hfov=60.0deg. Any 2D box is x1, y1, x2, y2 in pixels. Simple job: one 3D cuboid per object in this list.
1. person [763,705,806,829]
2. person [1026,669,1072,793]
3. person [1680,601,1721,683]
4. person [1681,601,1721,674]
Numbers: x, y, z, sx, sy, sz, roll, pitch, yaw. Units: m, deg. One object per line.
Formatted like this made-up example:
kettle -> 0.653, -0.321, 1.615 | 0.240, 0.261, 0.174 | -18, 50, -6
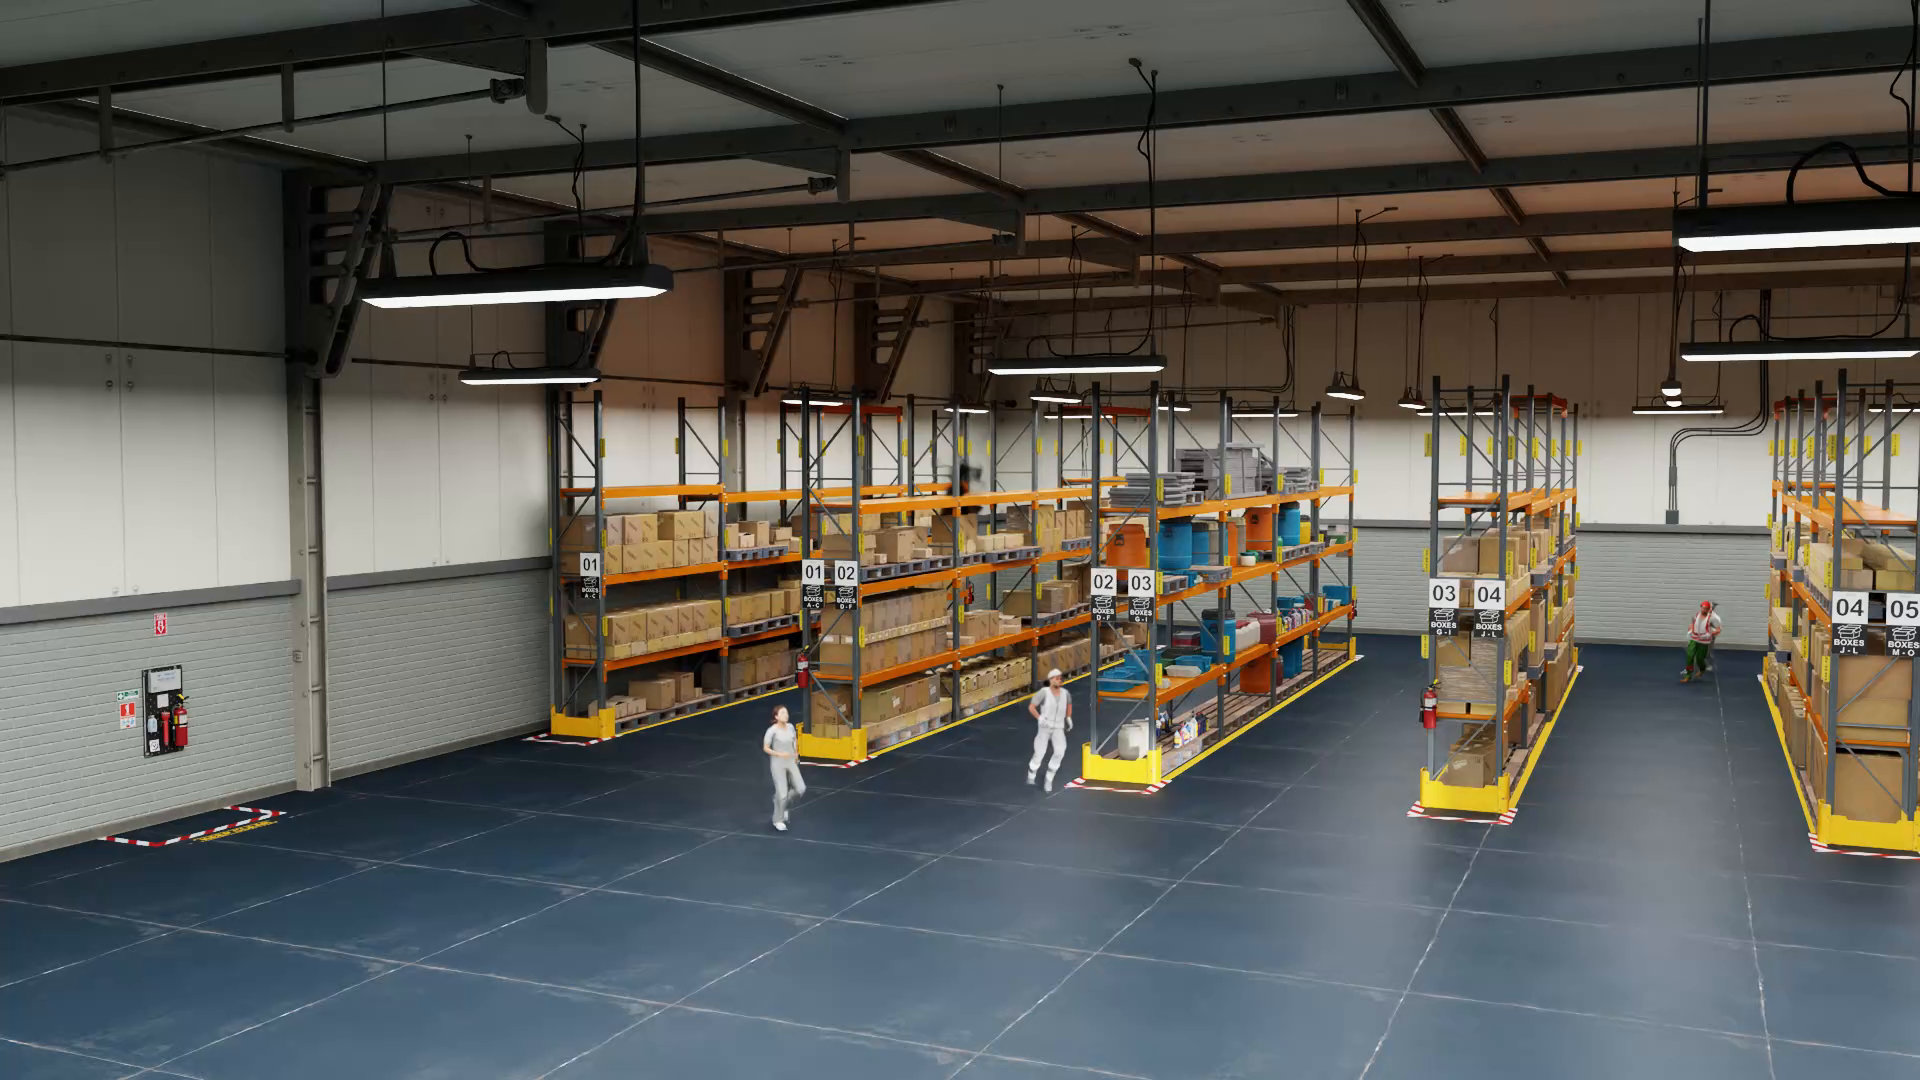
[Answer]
person -> -2.294, 2.976, 21.782 | 0.612, 1.639, 0.542 | -3, 4, -42
person -> 1.351, 2.782, 24.399 | 0.718, 1.783, 0.678 | -1, 3, -14
person -> 15.816, 2.172, 35.392 | 0.923, 1.740, 0.701 | -3, 4, -45
person -> 16.458, 2.143, 36.627 | 0.880, 1.651, 0.699 | -2, 4, -28
